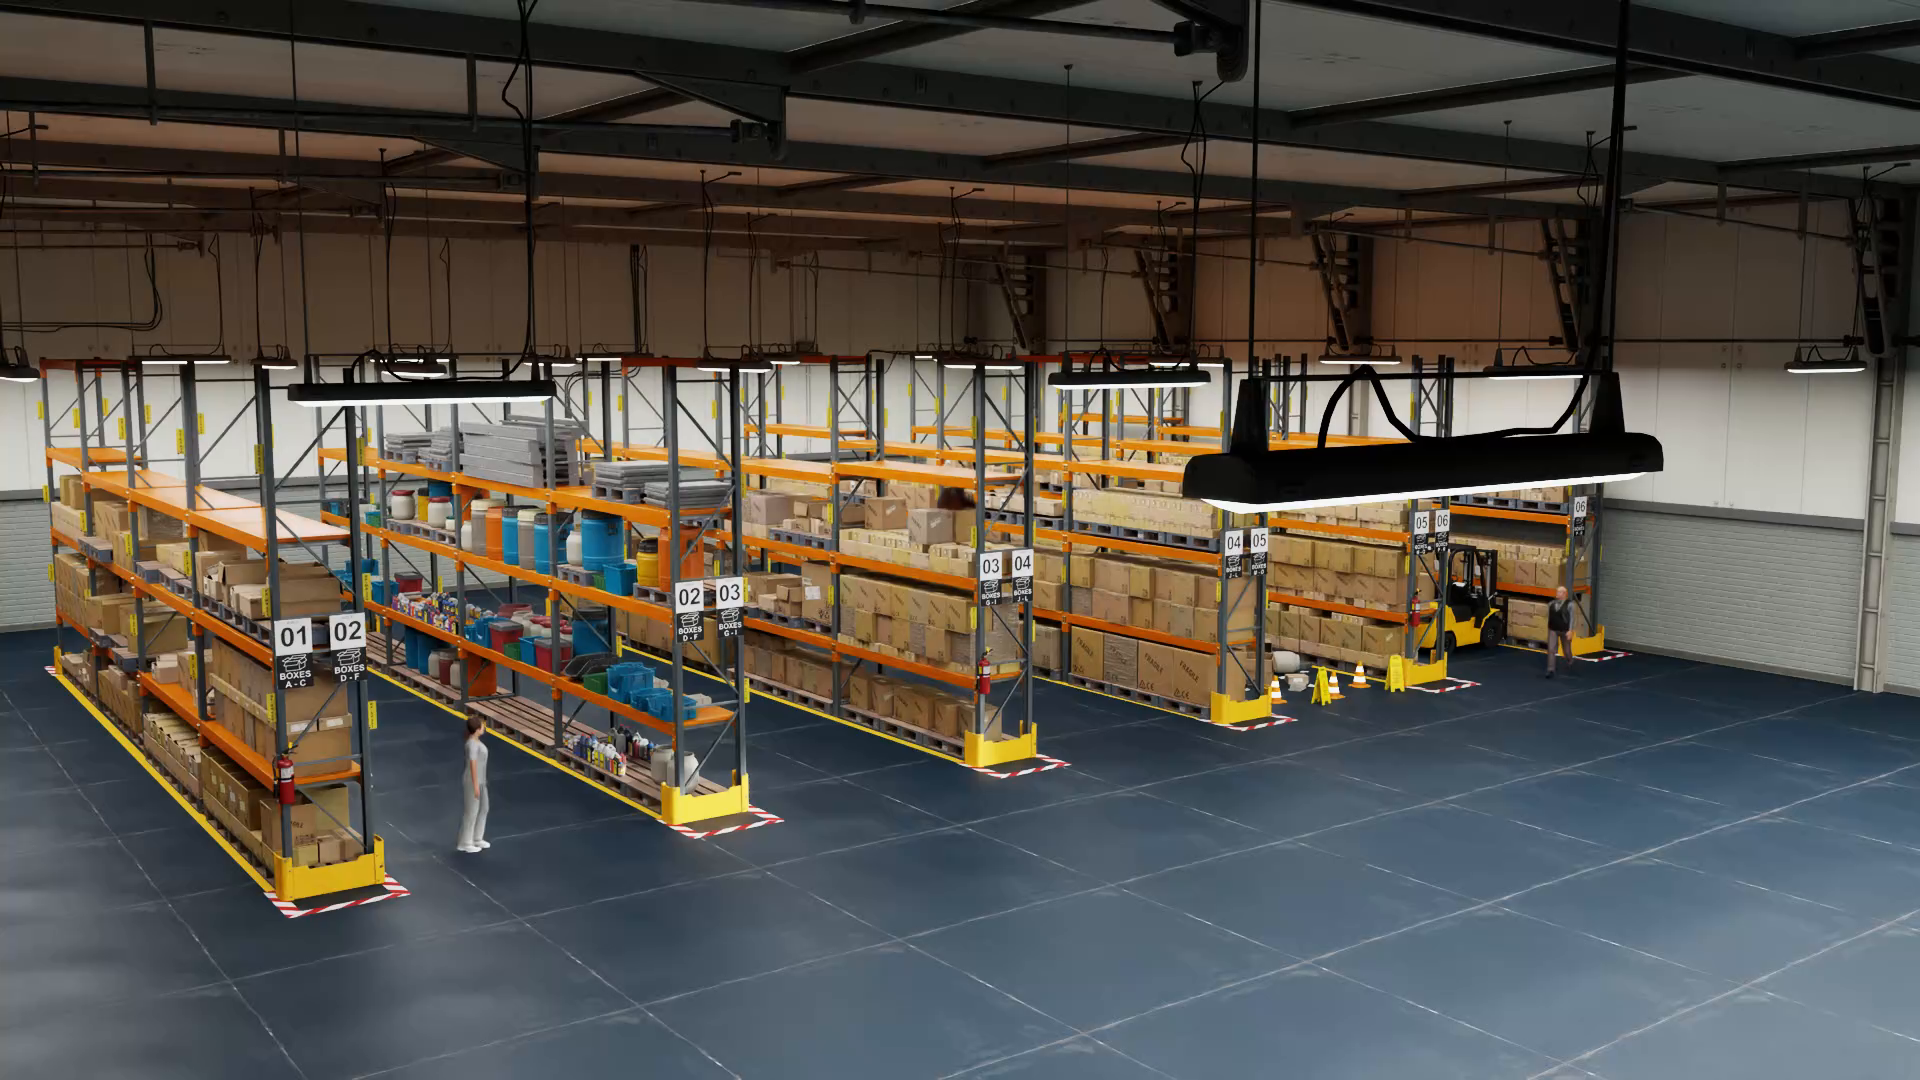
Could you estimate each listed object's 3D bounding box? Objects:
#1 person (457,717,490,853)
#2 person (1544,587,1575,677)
[{"bbox_3d":[-6.057,3.021,20.720,0.398,1.674,0.528,0,7,-1],"label":"person"},{"bbox_3d":[11.353,1.722,31.427,0.529,1.698,0.946,5,8,34],"label":"person"}]
